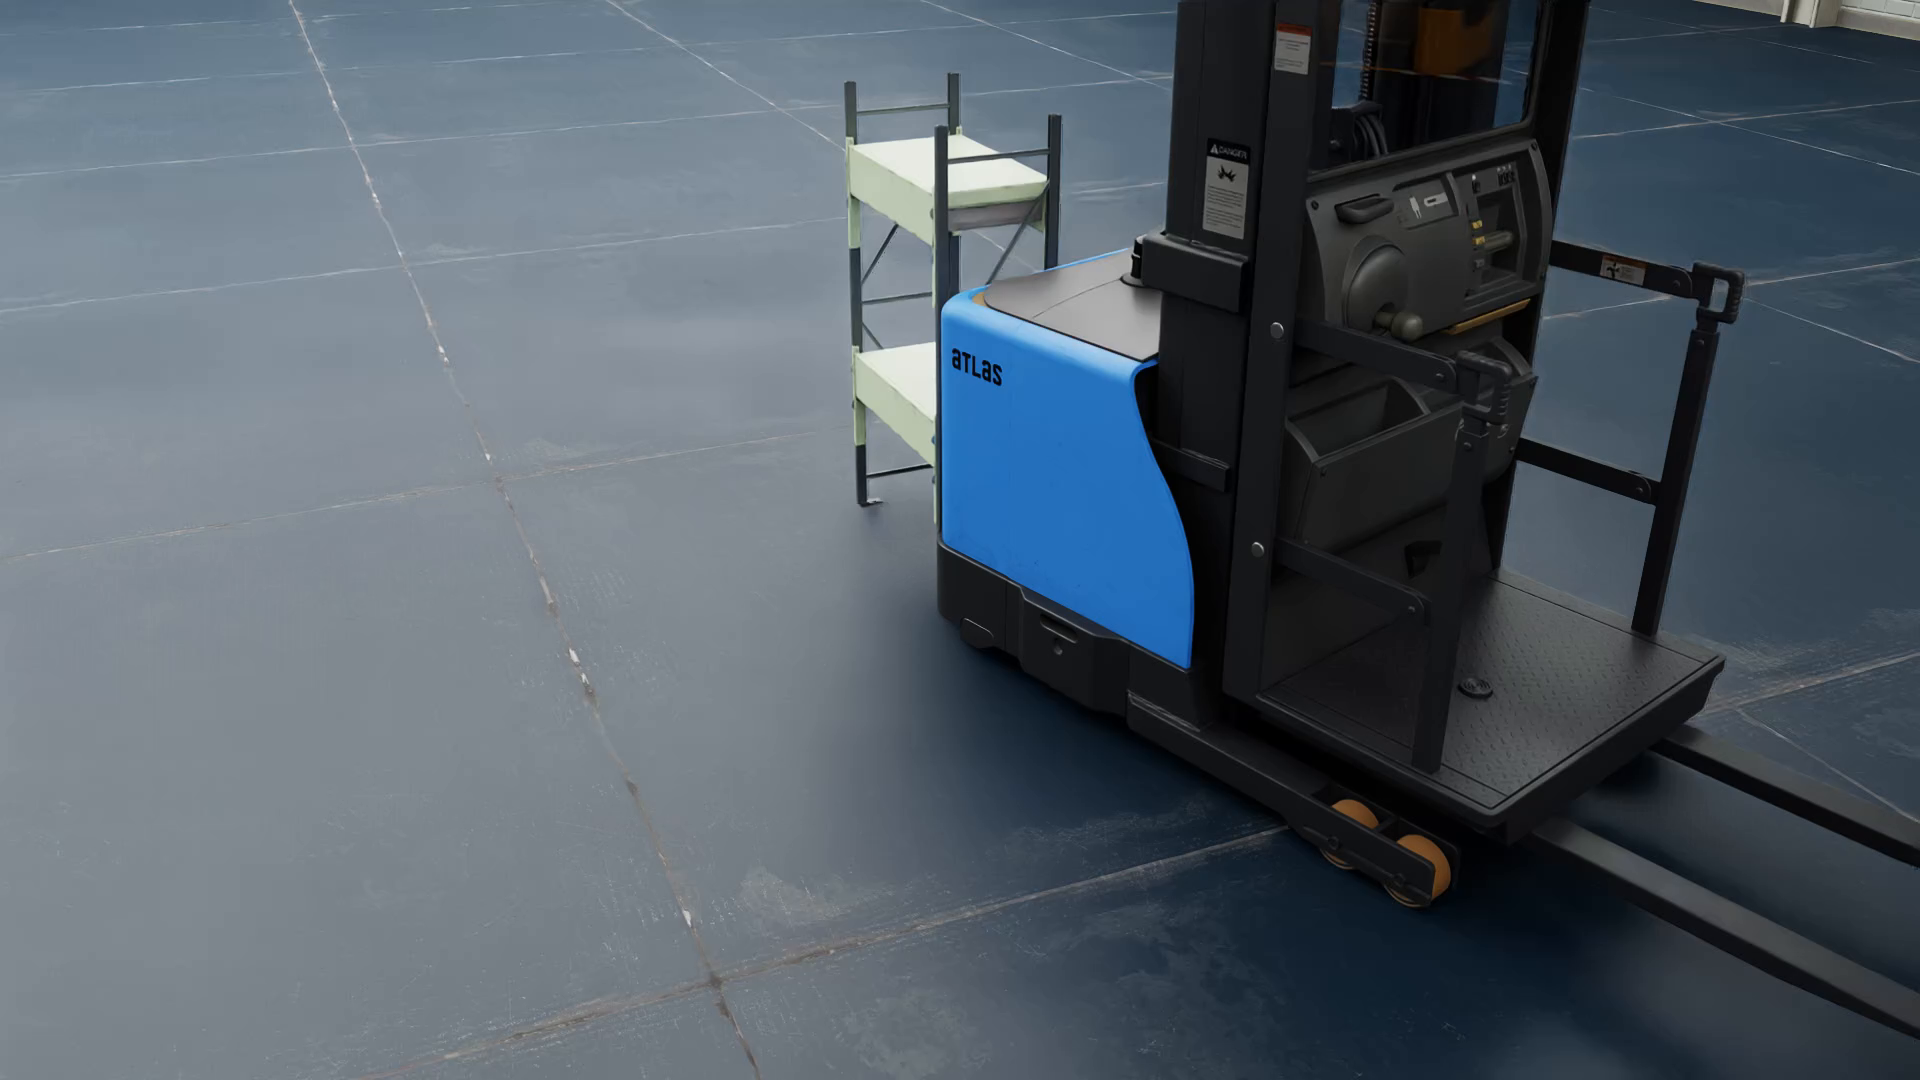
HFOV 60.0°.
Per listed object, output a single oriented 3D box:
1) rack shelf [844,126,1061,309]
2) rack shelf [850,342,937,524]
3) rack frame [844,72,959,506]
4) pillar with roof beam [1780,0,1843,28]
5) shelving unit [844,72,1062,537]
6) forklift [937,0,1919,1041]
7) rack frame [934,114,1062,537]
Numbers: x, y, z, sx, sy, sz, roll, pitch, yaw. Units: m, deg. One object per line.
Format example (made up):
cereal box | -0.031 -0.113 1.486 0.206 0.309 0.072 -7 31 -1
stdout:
rack shelf | -0.038 -1.041 5.284 0.431 0.370 0.720 -11 28 -22
rack shelf | -0.038 -0.398 5.598 0.431 0.370 0.720 -11 28 -22
rack frame | -0.189 -0.837 5.755 0.400 1.500 0.023 -11 28 -22
pillar with roof beam | 4.101 -8.211 12.311 9.100 9.000 0.400 -11 28 -21
shelving unit | -0.038 -0.690 5.455 0.431 1.500 0.755 -11 28 -22
forklift | 1.275 -0.696 3.834 1.130 2.935 3.031 -21 33 -36
rack frame | 0.112 -0.544 5.155 0.400 1.500 0.023 -11 28 -22
